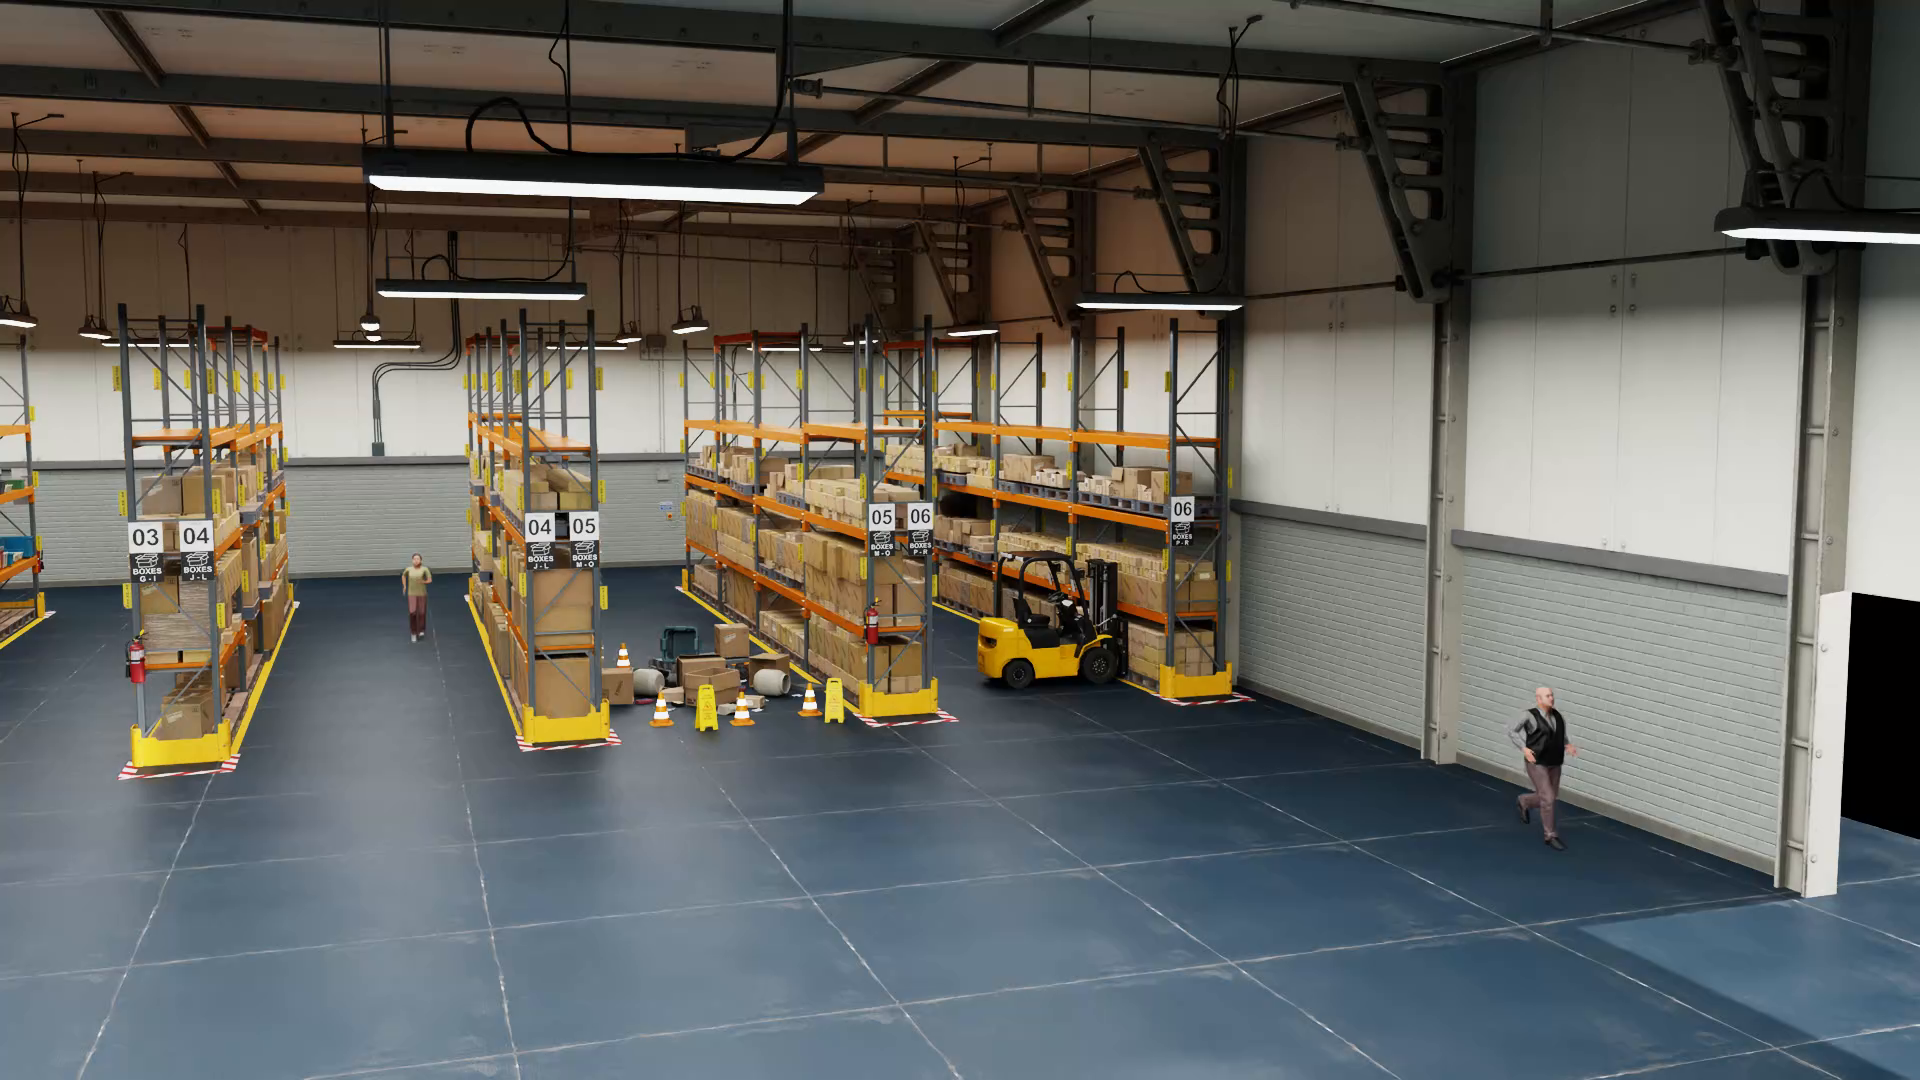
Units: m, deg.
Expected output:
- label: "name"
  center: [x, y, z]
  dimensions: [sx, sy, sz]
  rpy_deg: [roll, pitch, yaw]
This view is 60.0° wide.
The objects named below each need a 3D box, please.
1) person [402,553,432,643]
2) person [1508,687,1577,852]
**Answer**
- label: "person"
  center: [-10.520, 1.111, 32.260]
  dimensions: [0.550, 1.722, 0.737]
  rpy_deg: [-2, 6, -18]
- label: "person"
  center: [6.330, 2.448, 18.120]
  dimensions: [0.662, 1.721, 0.880]
  rpy_deg: [-2, 6, -22]
